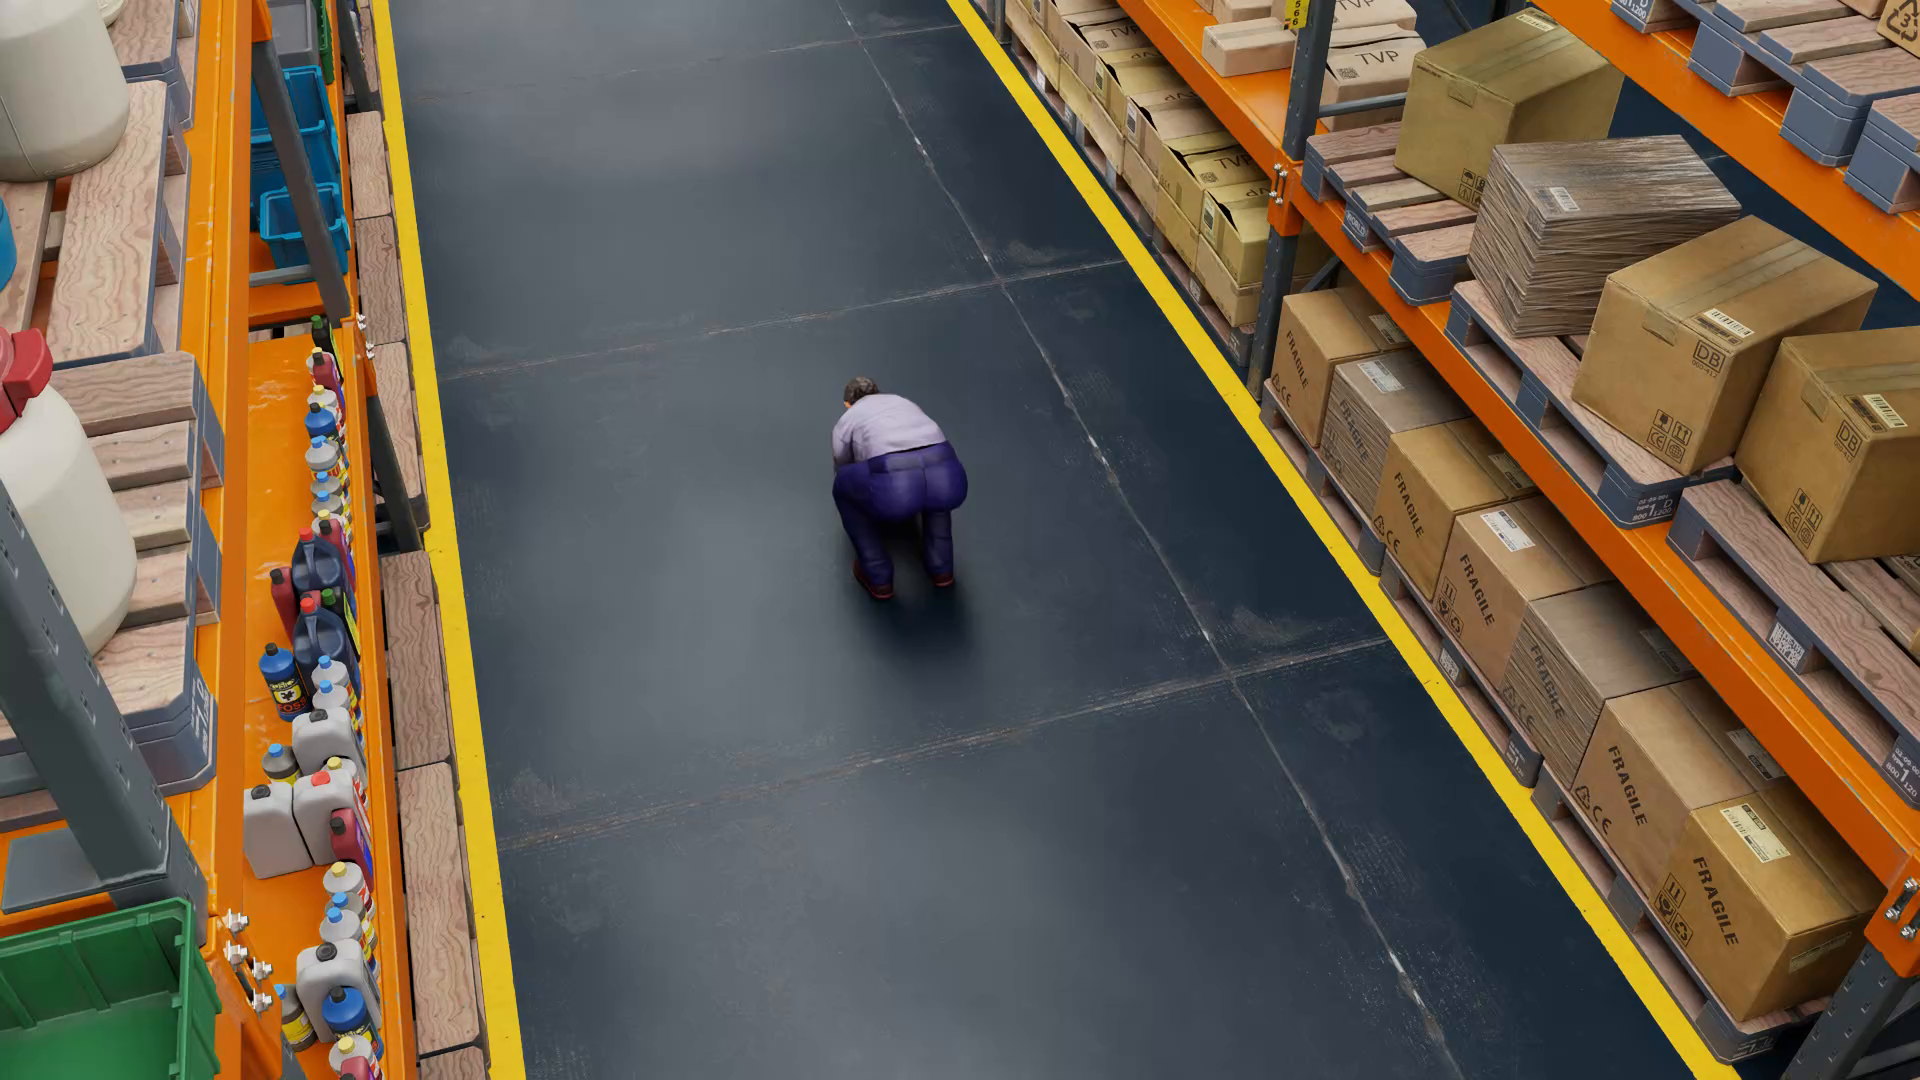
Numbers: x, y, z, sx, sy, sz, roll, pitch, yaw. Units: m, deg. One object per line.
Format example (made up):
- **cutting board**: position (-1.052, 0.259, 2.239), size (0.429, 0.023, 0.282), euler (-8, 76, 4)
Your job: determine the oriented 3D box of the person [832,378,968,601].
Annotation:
- **person**: position (-0.288, -0.249, 7.055), size (0.521, 0.830, 0.900), euler (-14, 44, -15)
